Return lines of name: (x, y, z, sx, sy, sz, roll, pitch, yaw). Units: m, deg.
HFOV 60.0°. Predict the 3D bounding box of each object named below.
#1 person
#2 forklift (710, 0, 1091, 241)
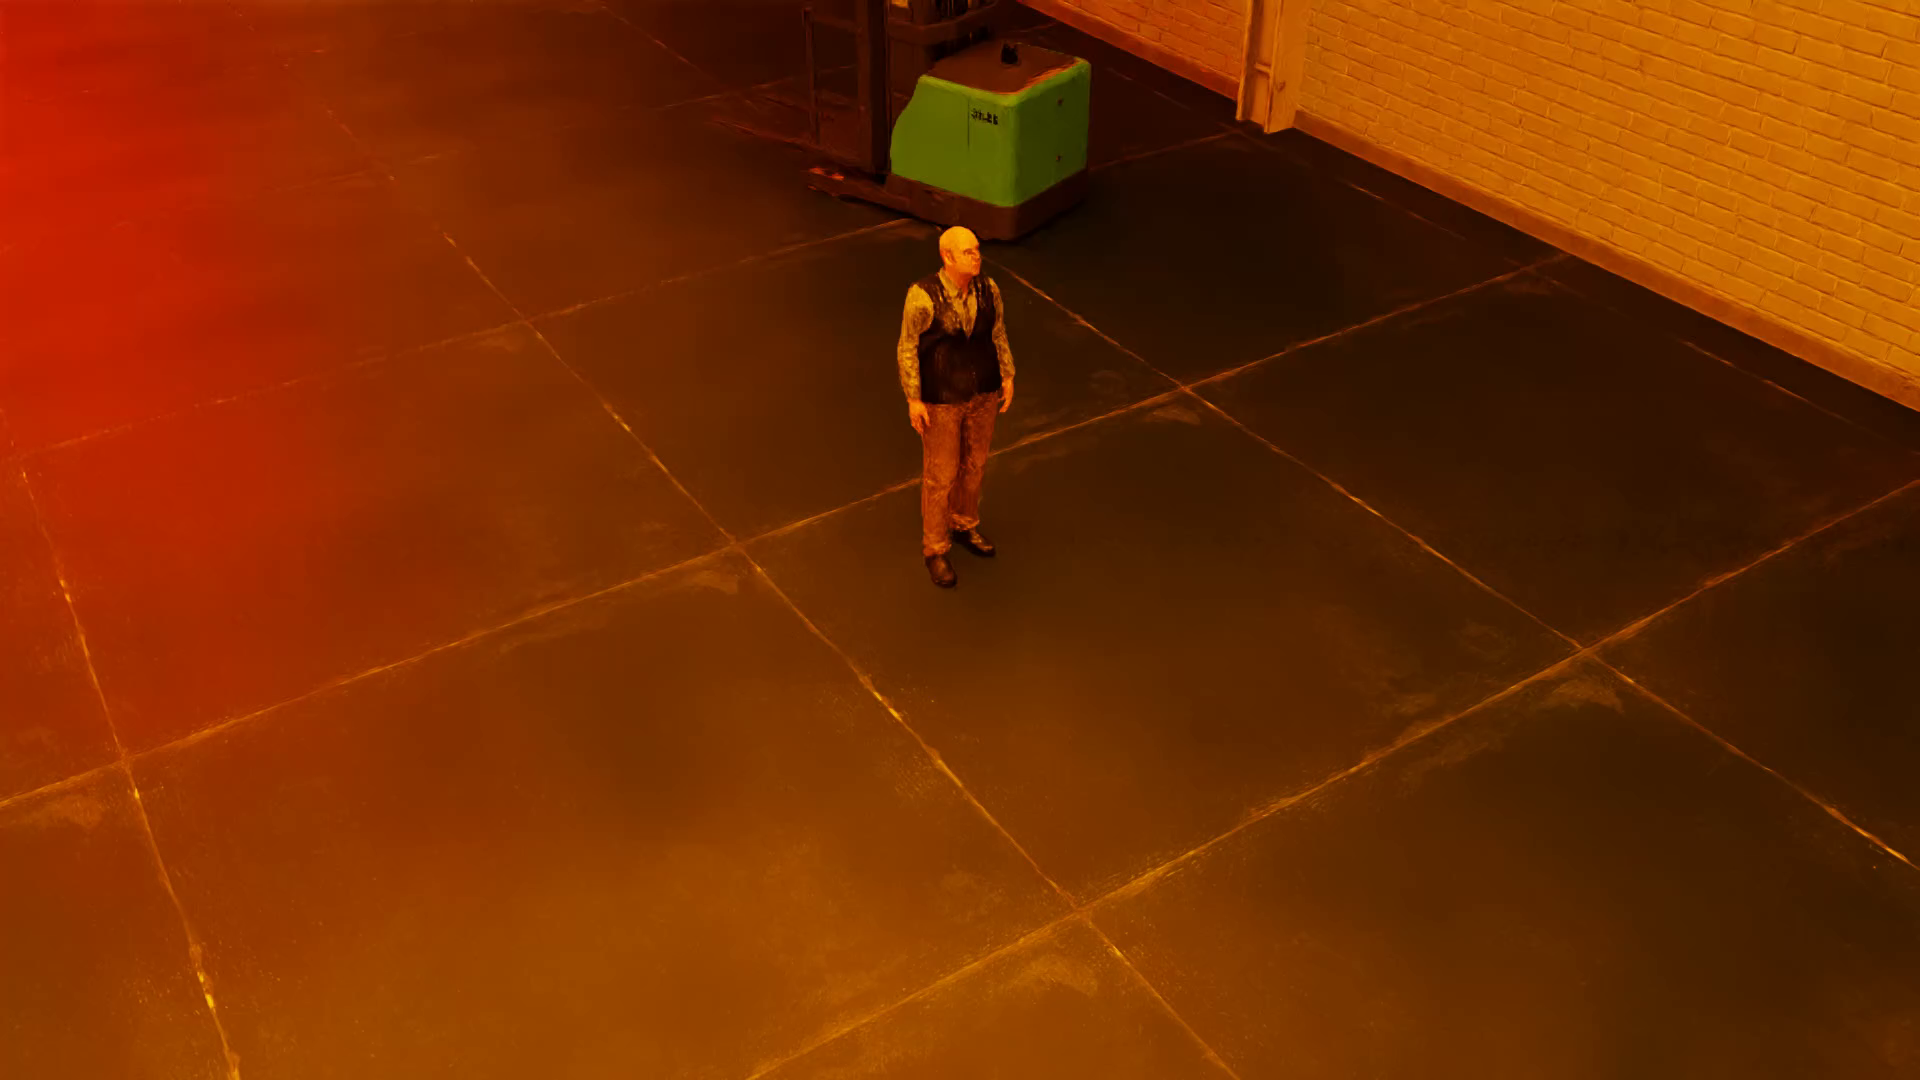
person: (0.027, -0.677, 8.152, 0.632, 1.720, 0.567, -21, 40, -27)
forklift: (-0.551, -3.961, 11.785, 3.031, 2.935, 1.130, 23, 41, 29)
